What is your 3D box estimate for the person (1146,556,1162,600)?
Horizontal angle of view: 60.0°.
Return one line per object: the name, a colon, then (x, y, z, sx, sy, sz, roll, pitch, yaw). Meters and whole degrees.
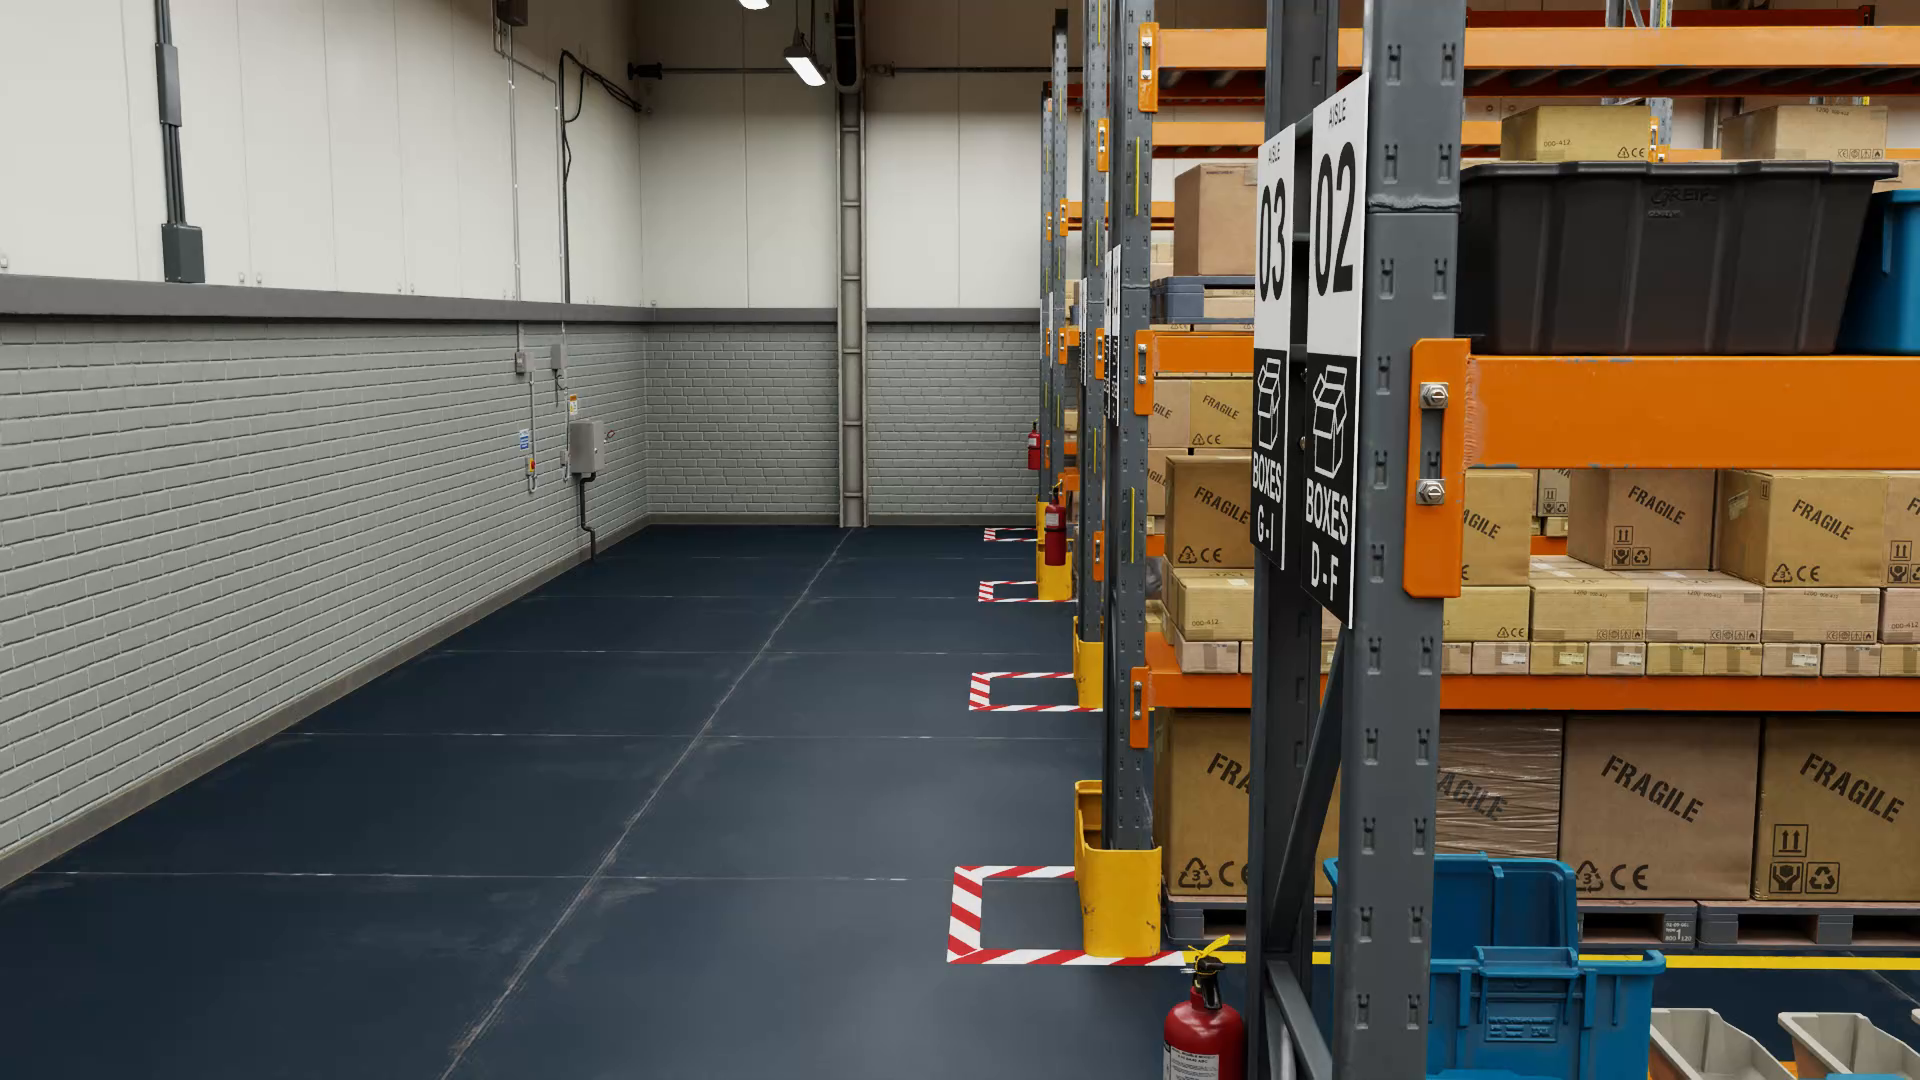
person: (1.864, -0.025, 16.313, 0.667, 1.589, 0.640, 0, 7, 4)
